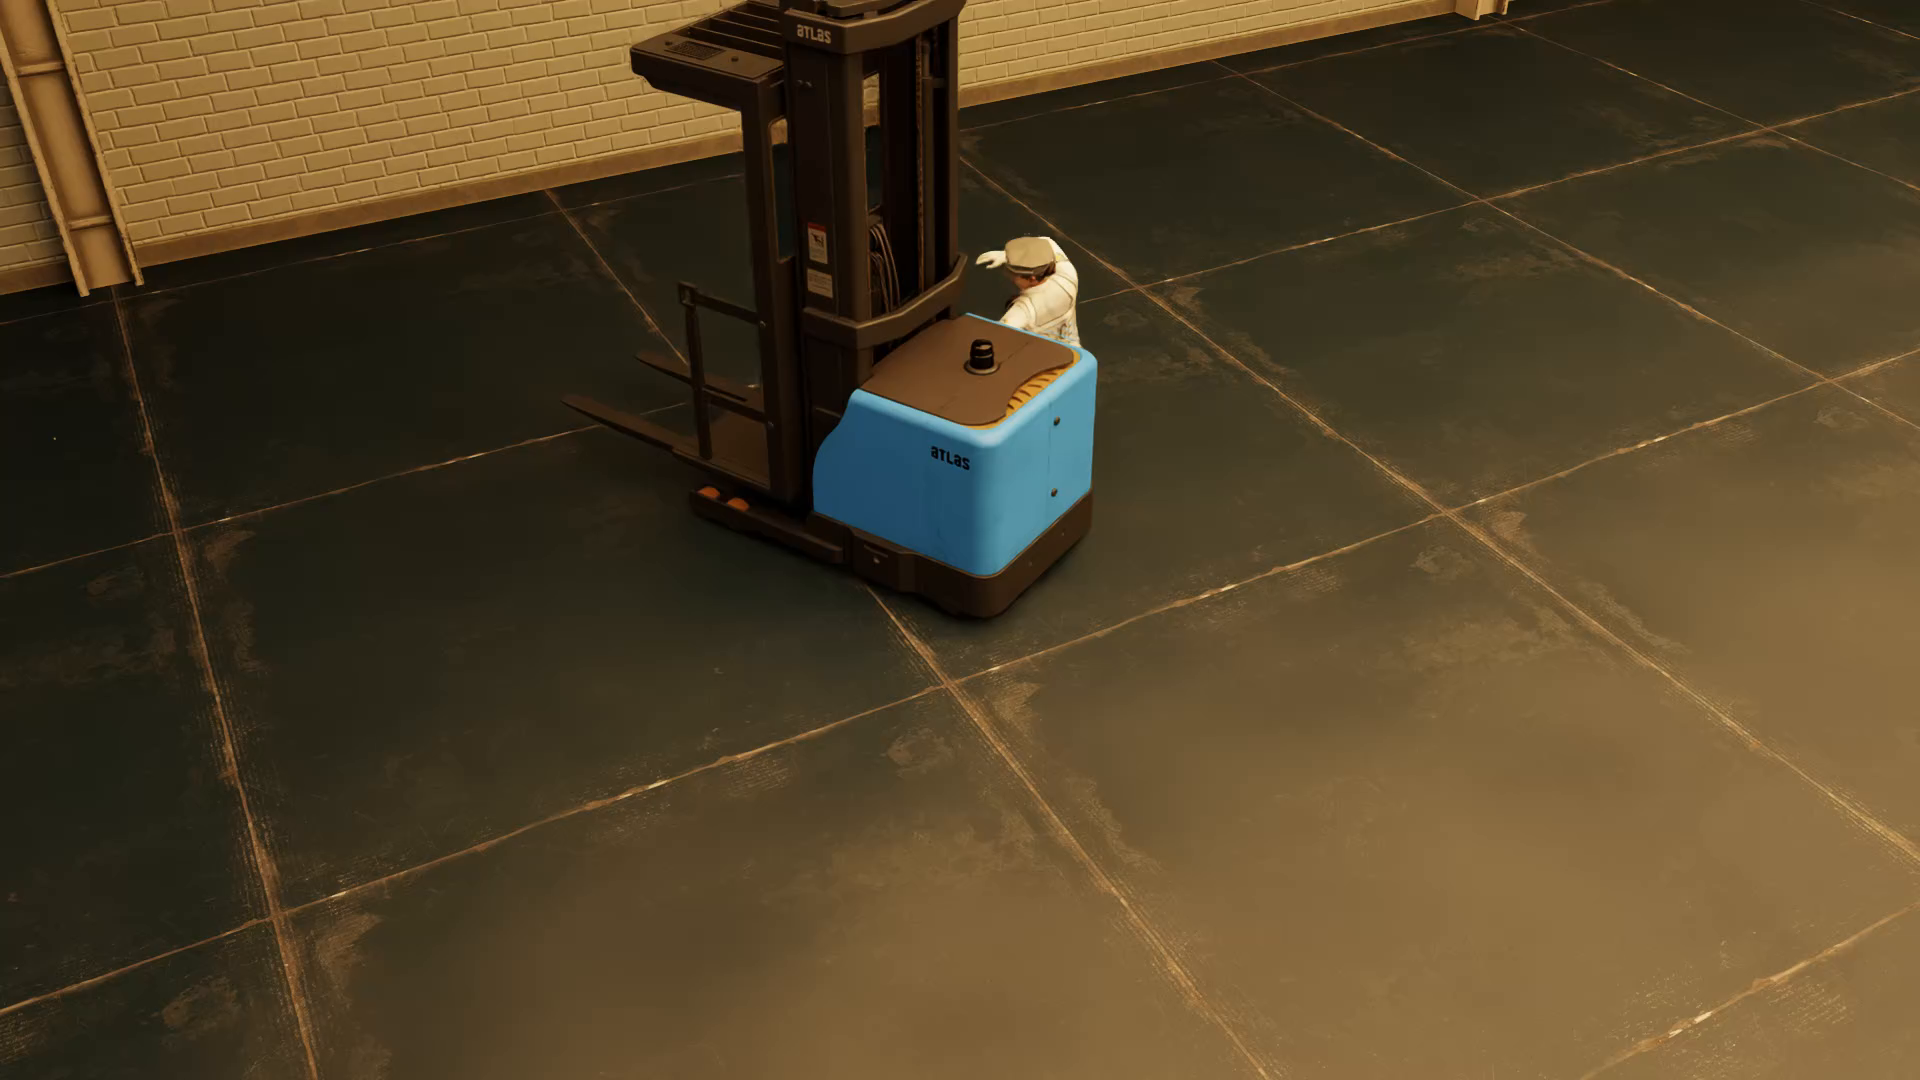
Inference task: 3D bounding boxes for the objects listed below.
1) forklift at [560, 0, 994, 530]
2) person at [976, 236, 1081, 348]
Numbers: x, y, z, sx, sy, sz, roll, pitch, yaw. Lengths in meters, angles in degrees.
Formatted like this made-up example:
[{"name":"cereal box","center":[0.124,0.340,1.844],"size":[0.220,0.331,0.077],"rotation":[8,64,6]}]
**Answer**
[{"name":"forklift","center":[-0.819,-1.482,8.220],"size":[3.031,2.935,1.121],"rotation":[21,40,27]},{"name":"person","center":[0.237,-0.999,8.881],"size":[0.823,1.378,0.953],"rotation":[1,35,1]}]
